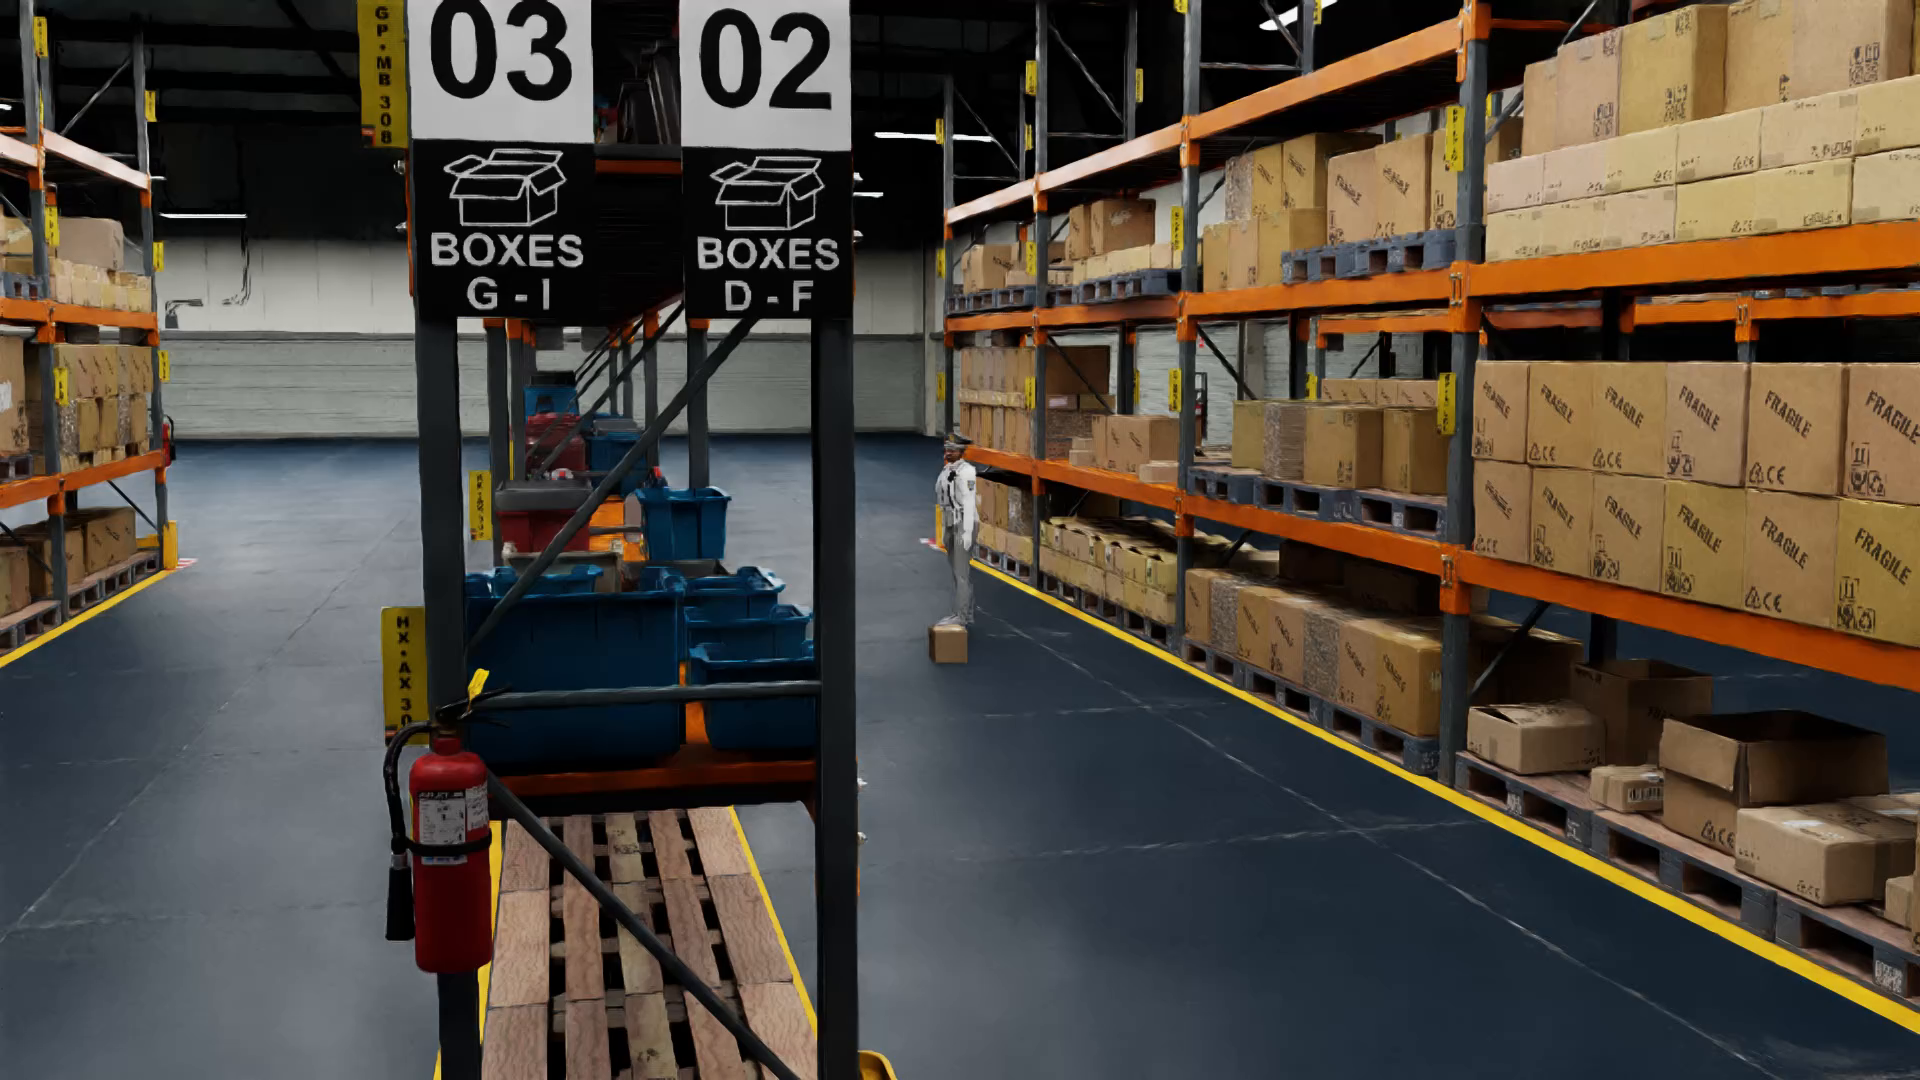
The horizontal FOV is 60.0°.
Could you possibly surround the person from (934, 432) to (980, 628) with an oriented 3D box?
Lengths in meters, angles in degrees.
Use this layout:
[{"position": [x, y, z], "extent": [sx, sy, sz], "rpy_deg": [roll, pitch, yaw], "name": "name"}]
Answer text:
[{"position": [-0.050, -0.080, 14.137], "extent": [0.489, 1.672, 0.553], "rpy_deg": [-3, 7, -27], "name": "person"}]
